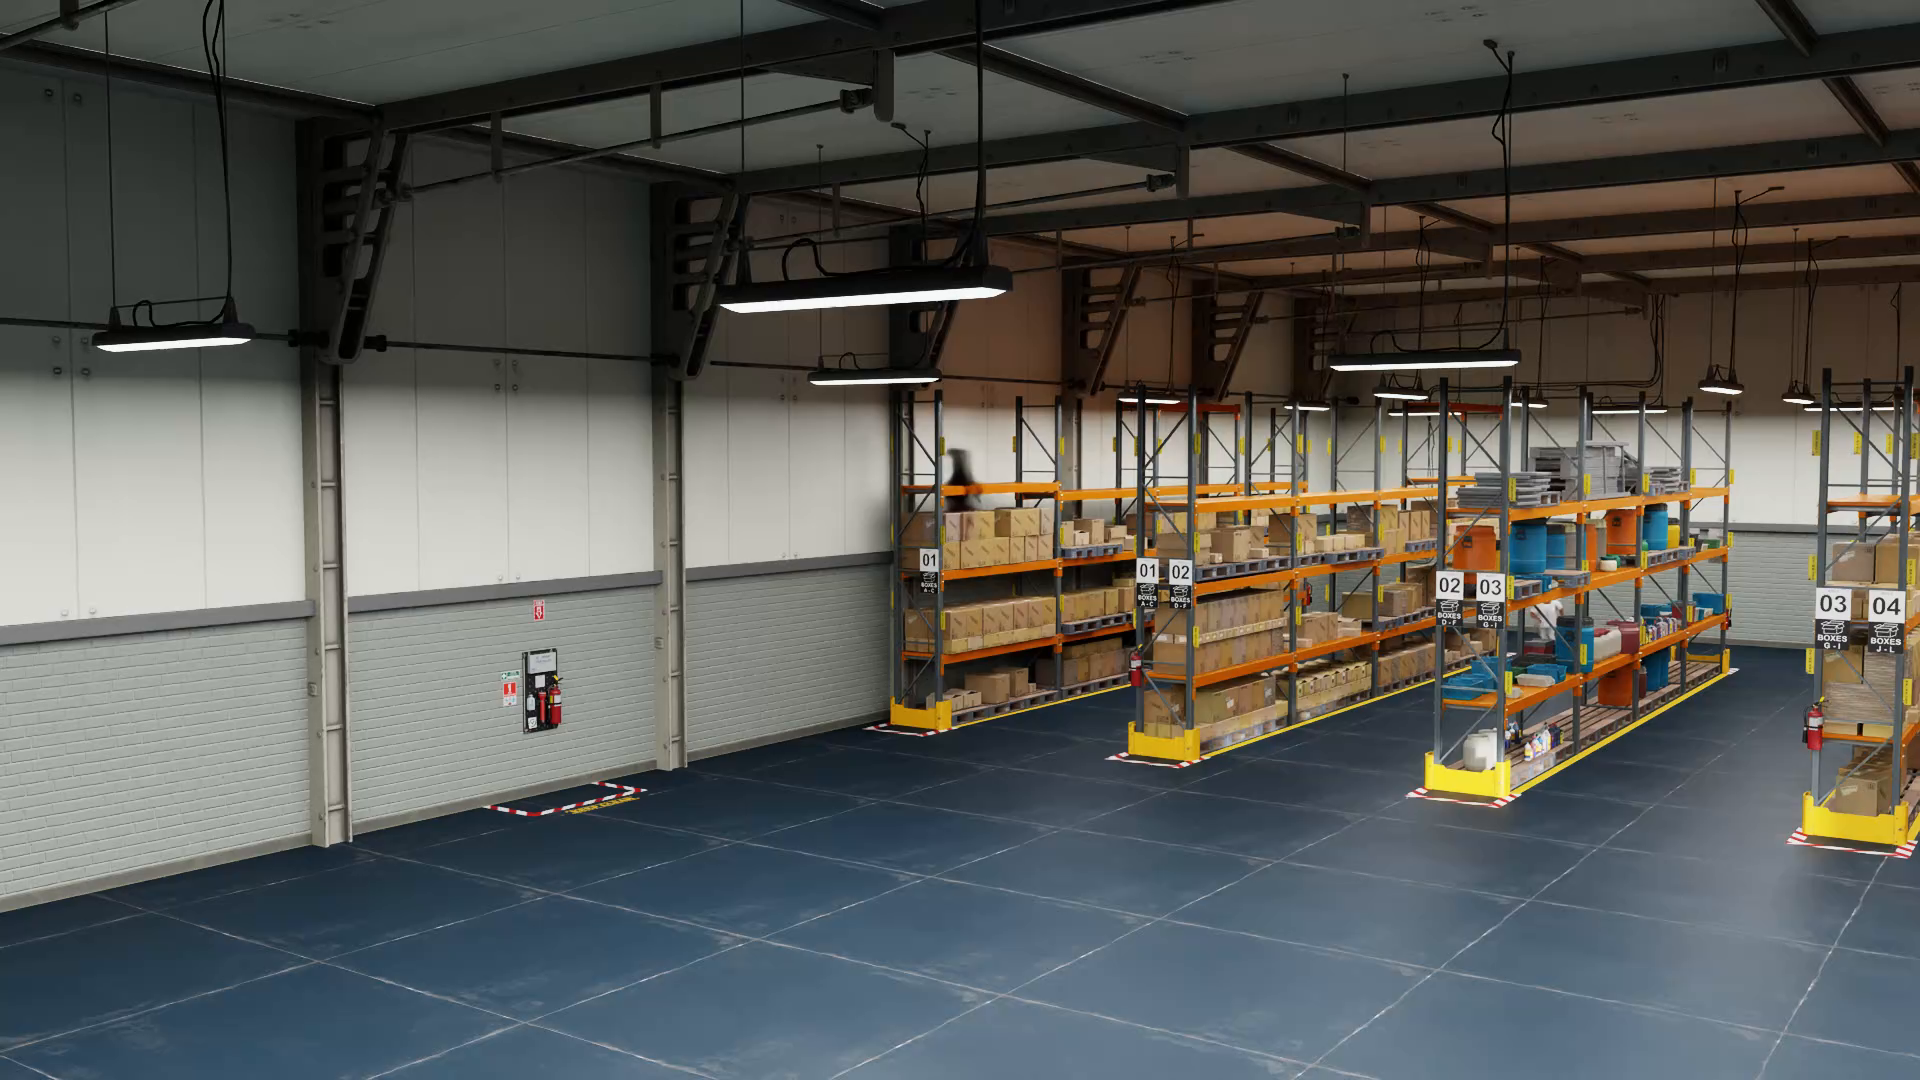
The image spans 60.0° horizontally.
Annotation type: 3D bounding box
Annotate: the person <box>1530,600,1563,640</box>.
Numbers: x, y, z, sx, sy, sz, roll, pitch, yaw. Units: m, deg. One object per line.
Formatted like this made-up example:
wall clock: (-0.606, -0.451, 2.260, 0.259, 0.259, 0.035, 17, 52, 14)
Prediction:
person: (13.339, 1.986, 37.850, 0.708, 1.800, 0.803, 1, 3, 23)
